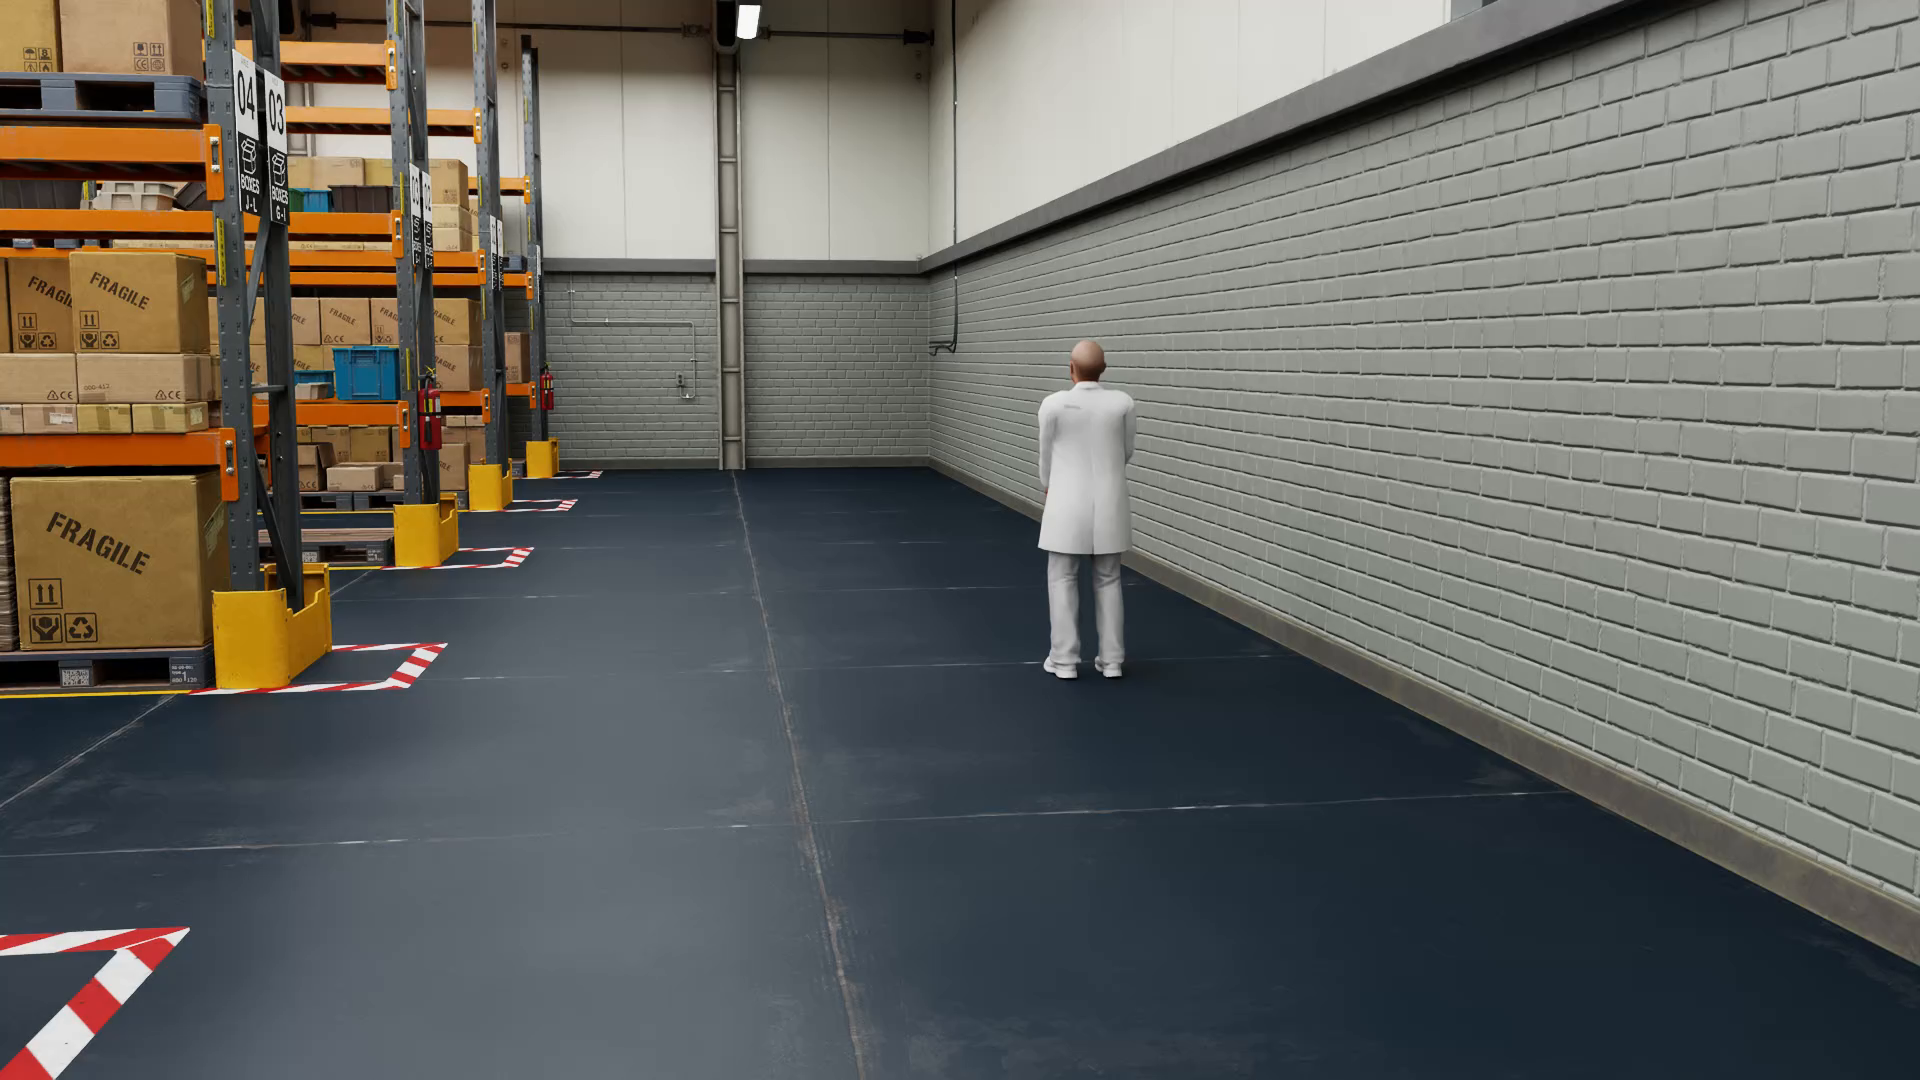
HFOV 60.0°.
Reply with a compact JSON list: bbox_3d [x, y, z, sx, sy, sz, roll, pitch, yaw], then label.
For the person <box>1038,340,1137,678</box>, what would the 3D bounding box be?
[{"bbox_3d":[0.648,-0.127,8.856,0.530,1.678,0.563,-1,6,-8],"label":"person"}]
